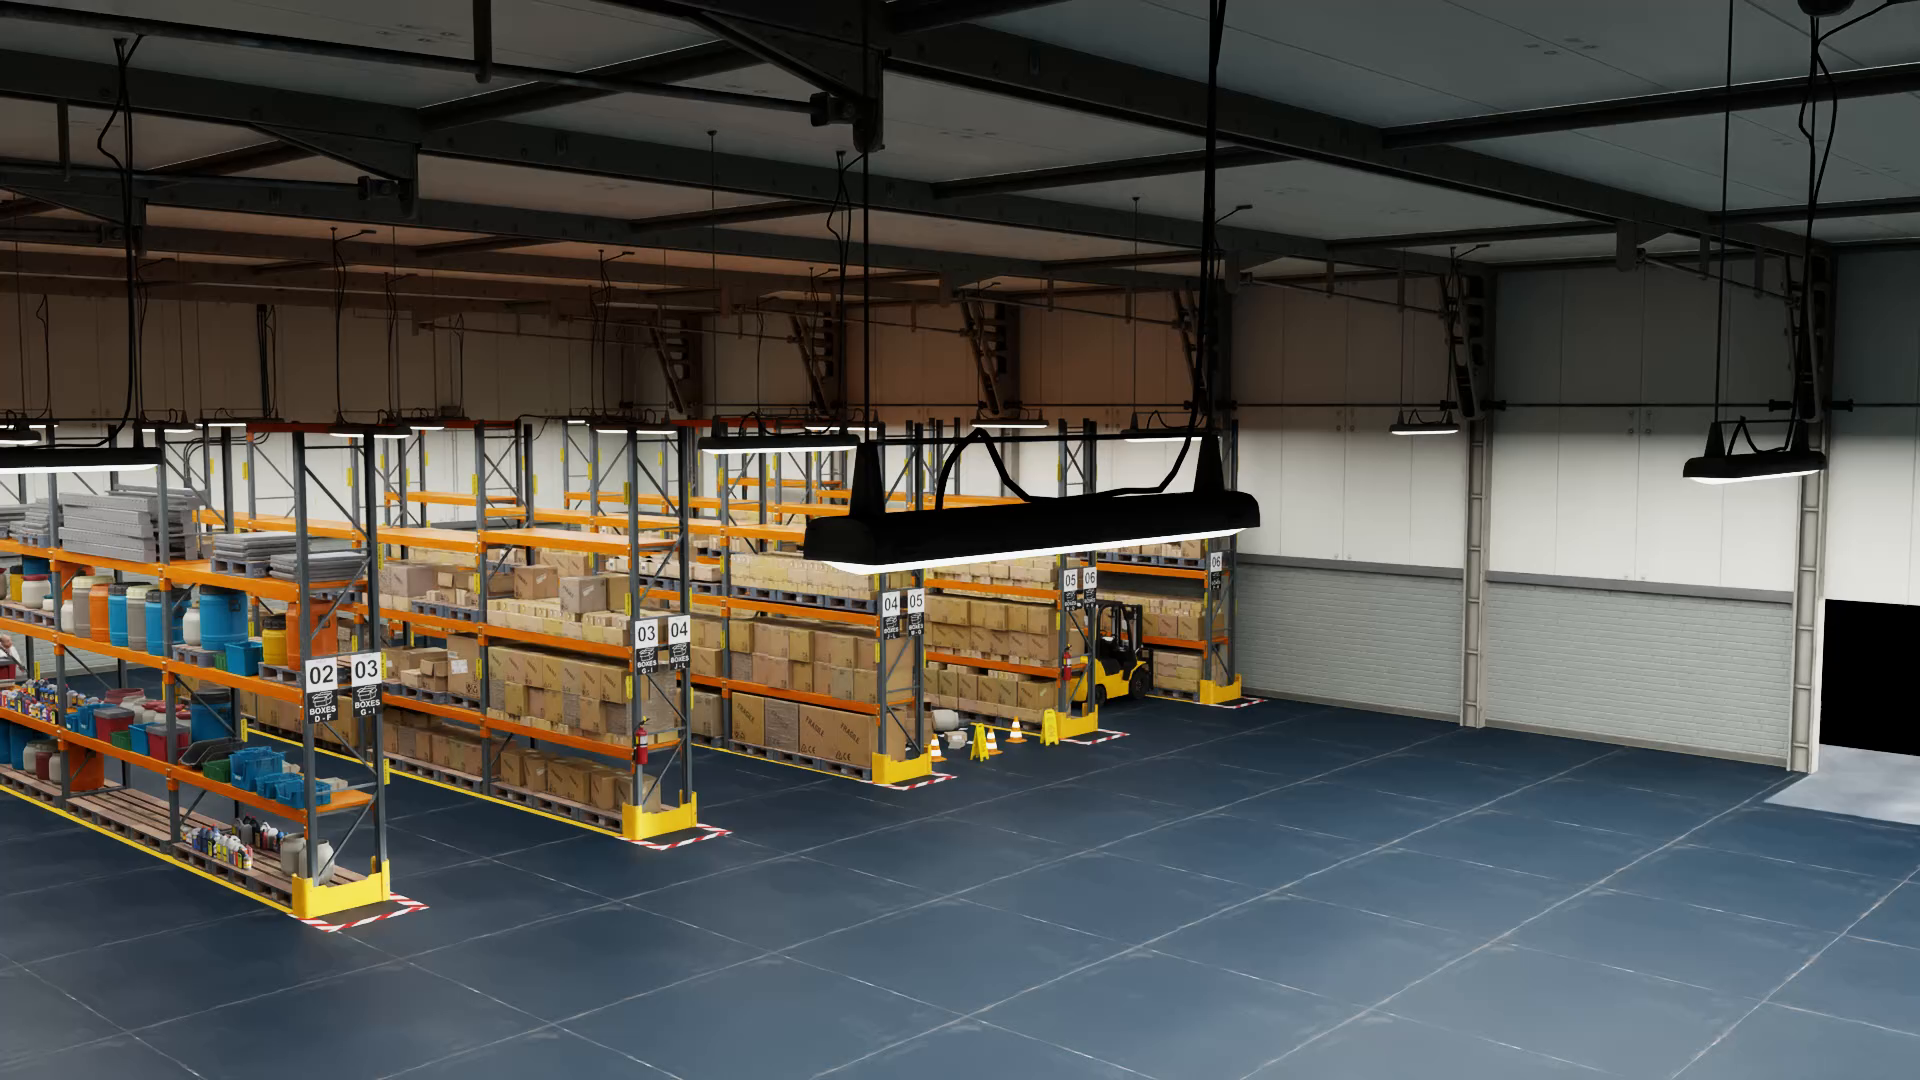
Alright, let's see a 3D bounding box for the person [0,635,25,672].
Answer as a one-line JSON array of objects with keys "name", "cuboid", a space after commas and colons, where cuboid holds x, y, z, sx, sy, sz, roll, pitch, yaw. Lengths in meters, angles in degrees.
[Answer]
[{"name": "person", "cuboid": [-19.068, 2.778, 33.086, 0.817, 1.810, 0.799, 1, 5, 11]}]
